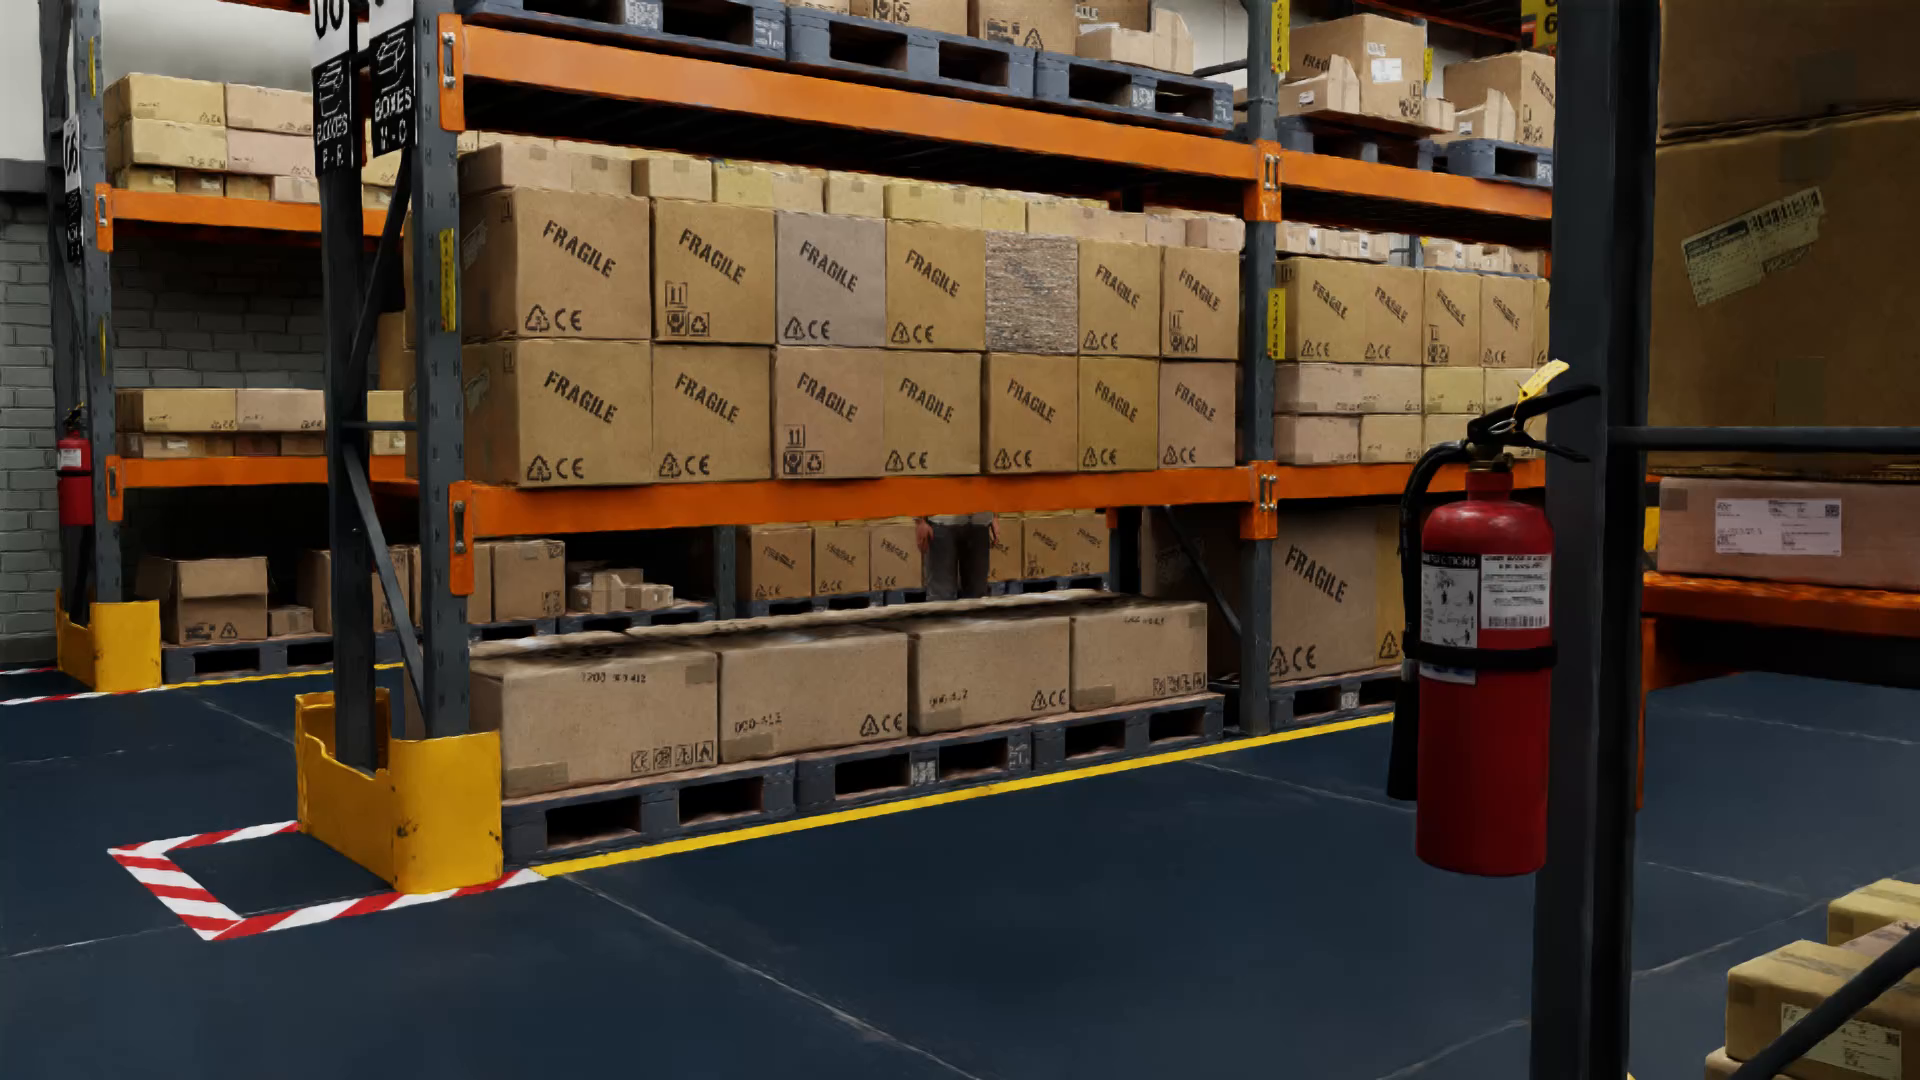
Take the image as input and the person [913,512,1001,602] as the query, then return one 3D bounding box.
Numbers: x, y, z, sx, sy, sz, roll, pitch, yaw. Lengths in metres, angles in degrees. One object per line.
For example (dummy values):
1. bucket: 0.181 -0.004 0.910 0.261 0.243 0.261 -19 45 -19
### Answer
1. person: -0.004 -0.074 9.706 0.588 1.813 0.415 -2 5 -27
